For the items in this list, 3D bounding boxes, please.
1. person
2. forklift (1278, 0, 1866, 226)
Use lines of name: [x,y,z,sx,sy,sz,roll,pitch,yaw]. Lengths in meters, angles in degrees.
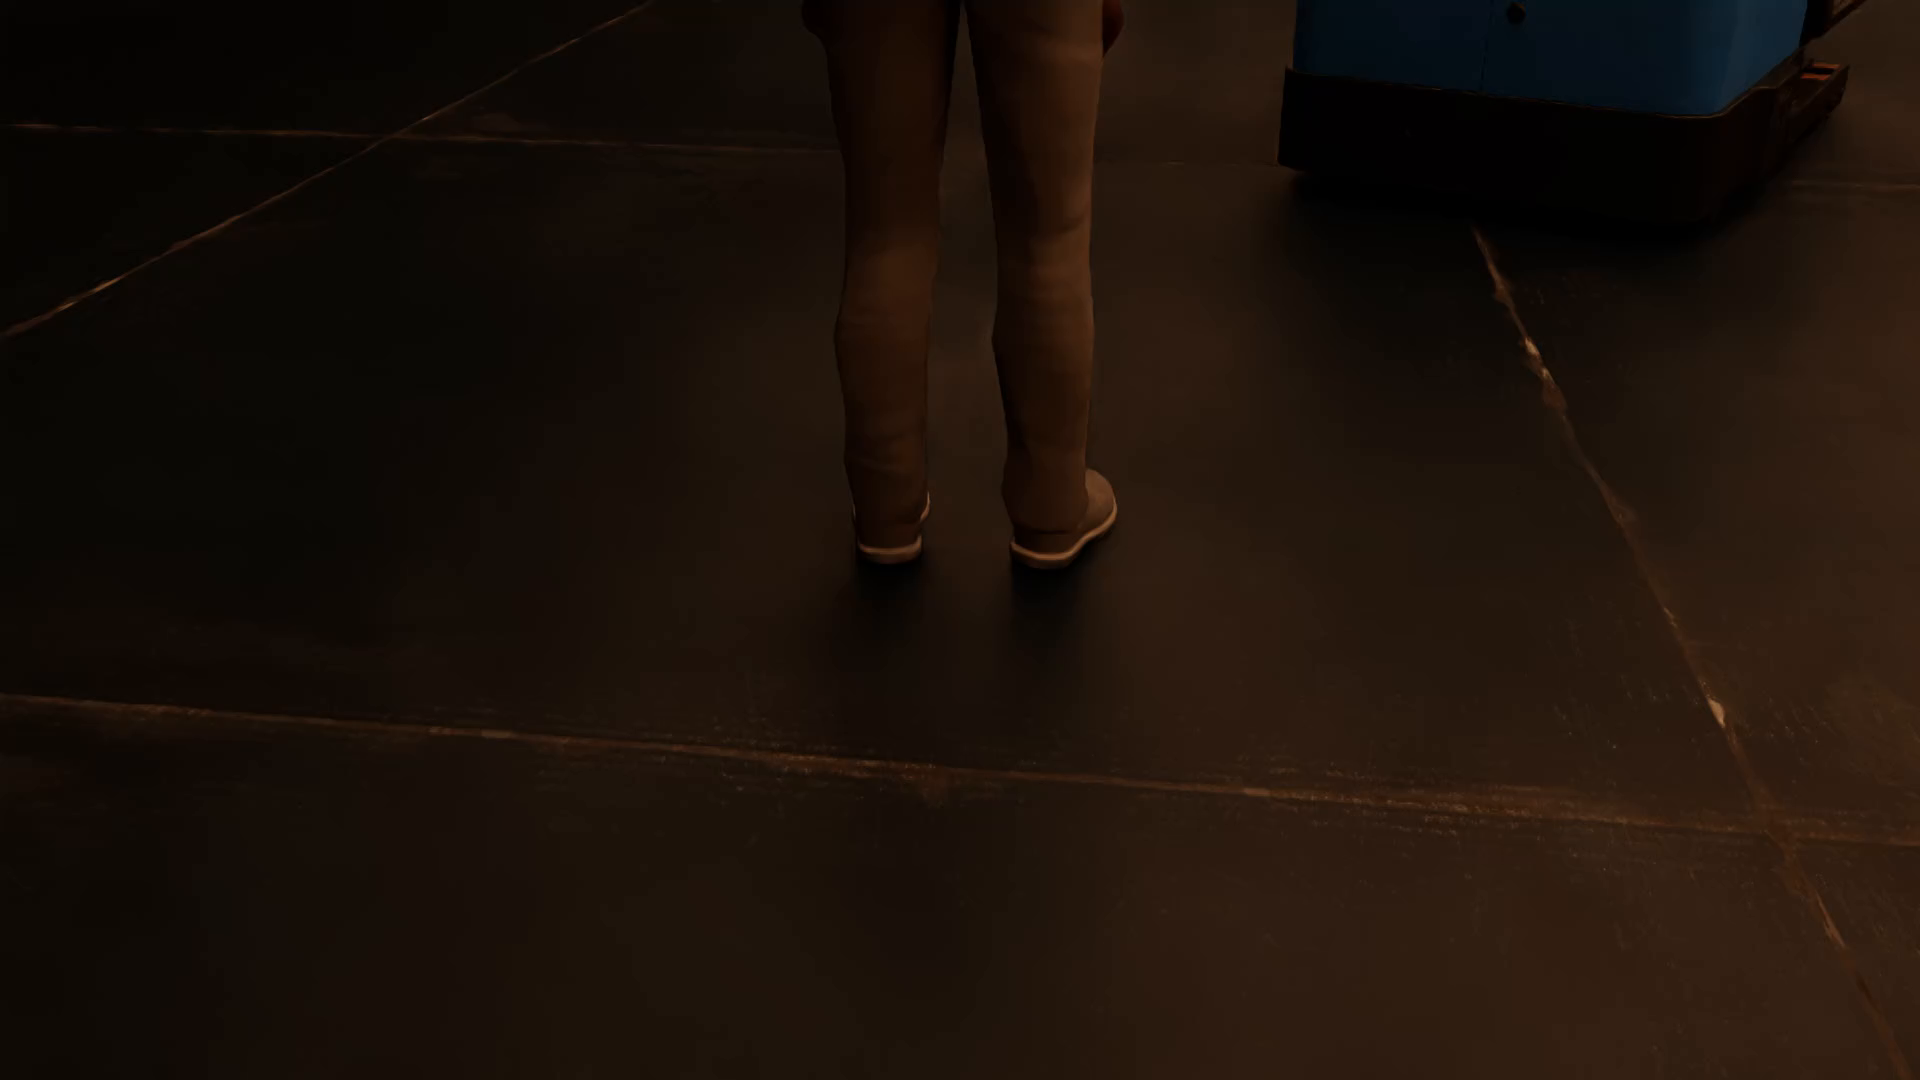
person: [0.009,-0.761,2.142,0.446,1.688,0.338,3,27,7]
forklift: [2.063,-2.639,4.507,1.130,2.935,3.031,17,31,30]
